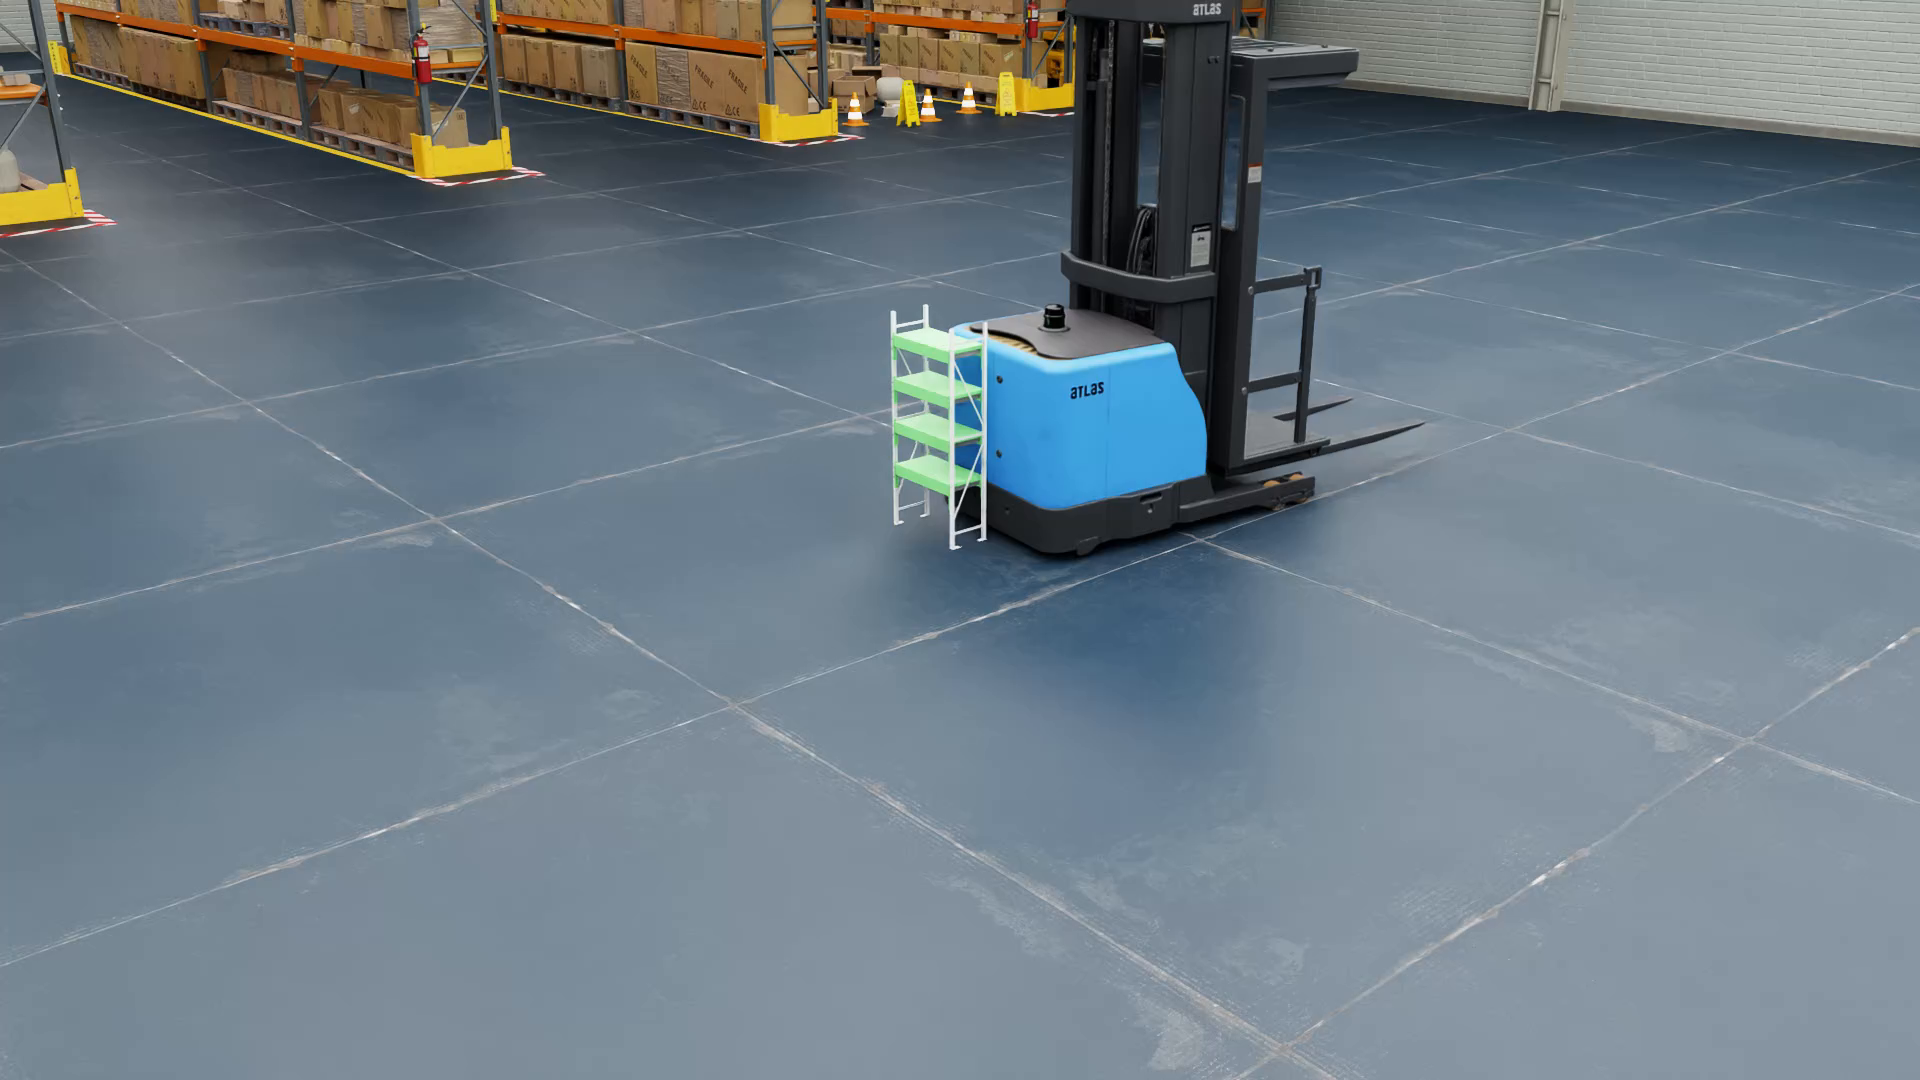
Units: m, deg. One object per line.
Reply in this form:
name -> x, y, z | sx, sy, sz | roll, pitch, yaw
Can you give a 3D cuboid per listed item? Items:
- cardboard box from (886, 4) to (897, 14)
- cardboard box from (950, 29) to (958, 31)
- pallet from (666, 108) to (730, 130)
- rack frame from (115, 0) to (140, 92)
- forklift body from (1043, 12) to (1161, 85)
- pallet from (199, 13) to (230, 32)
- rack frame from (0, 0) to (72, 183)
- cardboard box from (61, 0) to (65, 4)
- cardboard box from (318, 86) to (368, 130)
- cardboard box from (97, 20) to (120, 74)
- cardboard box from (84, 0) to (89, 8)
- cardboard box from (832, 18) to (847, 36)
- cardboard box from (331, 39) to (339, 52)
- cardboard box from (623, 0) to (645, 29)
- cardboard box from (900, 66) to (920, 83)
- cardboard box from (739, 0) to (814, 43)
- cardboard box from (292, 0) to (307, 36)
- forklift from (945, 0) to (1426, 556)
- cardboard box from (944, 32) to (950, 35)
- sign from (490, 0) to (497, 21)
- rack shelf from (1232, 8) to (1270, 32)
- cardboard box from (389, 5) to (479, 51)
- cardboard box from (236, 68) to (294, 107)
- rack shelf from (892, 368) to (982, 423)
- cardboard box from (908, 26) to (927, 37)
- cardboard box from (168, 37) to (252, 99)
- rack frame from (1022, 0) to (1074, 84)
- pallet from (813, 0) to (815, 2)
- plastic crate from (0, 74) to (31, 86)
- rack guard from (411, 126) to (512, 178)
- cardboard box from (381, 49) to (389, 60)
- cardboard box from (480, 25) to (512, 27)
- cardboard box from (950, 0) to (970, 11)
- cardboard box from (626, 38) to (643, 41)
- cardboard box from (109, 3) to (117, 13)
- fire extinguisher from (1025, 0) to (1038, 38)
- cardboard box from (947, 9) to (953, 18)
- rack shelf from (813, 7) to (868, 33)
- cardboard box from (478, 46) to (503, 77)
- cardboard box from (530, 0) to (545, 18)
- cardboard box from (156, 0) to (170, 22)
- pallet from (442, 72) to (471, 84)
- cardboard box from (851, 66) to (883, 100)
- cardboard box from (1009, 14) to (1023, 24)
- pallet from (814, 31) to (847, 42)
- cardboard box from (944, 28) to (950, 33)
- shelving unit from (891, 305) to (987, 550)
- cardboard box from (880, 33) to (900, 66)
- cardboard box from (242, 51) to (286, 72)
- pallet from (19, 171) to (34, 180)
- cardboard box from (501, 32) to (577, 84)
cardboard box -> -1.048, -9.080, 28.397 | 0.380, 0.149, 0.250 | -16, 27, -36
cardboard box -> 0.329, -10.620, 34.665 | 0.875, 0.625, 0.625 | -16, 27, -36
pallet -> -3.661, -6.347, 24.899 | 1.003, 0.211, 1.213 | -17, 27, -37
rack frame -> -13.944, -9.269, 28.535 | 1.000, 3.000, 0.127 | -17, 27, -37
forklift body -> 2.534, -9.189, 29.497 | 2.313, 2.155, 1.214 | -17, 27, -37
pallet -> -10.787, -7.903, 25.311 | 1.213, 0.211, 1.003 | -17, 27, -37
rack frame -> -9.863, -4.774, 17.060 | 1.000, 3.000, 0.127 | -17, 27, -37
cardboard box -> -16.405, -10.010, 30.772 | 0.380, 0.149, 0.250 | -18, 28, -38
cardboard box -> -8.491, -5.970, 22.965 | 0.500, 0.500, 0.500 | -18, 28, -39
cardboard box -> -14.902, -8.925, 29.995 | 0.875, 0.875, 0.875 | -17, 27, -37
cardboard box -> -15.396, -9.583, 29.684 | 0.380, 0.149, 0.250 | -17, 27, -37
cardboard box -> -2.533, -11.655, 37.479 | 0.500, 0.500, 0.500 | -16, 26, -35
cardboard box -> -7.975, -6.471, 21.737 | 0.380, 0.149, 0.250 | -17, 27, -37
cardboard box -> -4.649, -8.182, 25.555 | 0.875, 0.550, 0.550 | -17, 27, -37
cardboard box -> -0.677, -7.961, 28.390 | 0.500, 0.250, 0.500 | -16, 26, -34
cardboard box -> -2.564, -7.268, 23.221 | 0.875, 0.550, 0.550 | -17, 27, -37
cardboard box -> -8.475, -7.104, 22.465 | 0.875, 0.500, 0.500 | -17, 27, -37
forklift -> 1.425, -1.679, 9.251 | 3.031, 2.935, 1.130 | -14, 25, -31
cardboard box -> -0.292, -8.442, 28.592 | 0.500, 0.500, 0.500 | -17, 27, -36
sign -> -5.700, -6.486, 20.243 | 0.100, 0.325, 0.005 | -17, 27, -37
rack shelf -> 3.849, -9.713, 30.655 | 1.077, 0.370, 4.000 | -17, 27, -37
cardboard box -> -6.449, -6.297, 20.403 | 0.875, 0.500, 0.500 | -17, 27, -37
cardboard box -> -10.509, -6.874, 25.245 | 0.500, 0.500, 0.700 | 20, 29, 41
rack shelf -> -0.112, -0.768, 8.816 | 0.258, 0.148, 0.480 | -17, 27, -36
cardboard box -> -0.661, -8.566, 28.019 | 0.380, 0.149, 0.250 | -16, 27, -35
cardboard box -> -11.768, -7.565, 26.524 | 1.225, 0.875, 0.875 | -19, 28, -40
rack frame -> 1.396, -8.312, 26.094 | 1.000, 3.000, 0.127 | -17, 27, -37
pallet -> -3.280, -10.262, 31.334 | 1.213, 0.211, 1.003 | -17, 27, -37
plastic crate -> -10.204, -4.975, 17.935 | 0.298, 0.136, 0.250 | -17, 27, -37
rack guard -> -6.161, -4.810, 20.580 | 1.175, 0.500, 0.348 | -17, 27, -37
cardboard box -> -6.970, -6.065, 20.699 | 0.380, 0.149, 0.250 | -17, 27, -37
cardboard box -> -8.421, -9.225, 30.248 | 0.500, 0.250, 0.500 | -17, 27, -37
cardboard box -> 0.186, -8.860, 26.948 | 0.500, 0.500, 0.500 | -18, 27, -38
cardboard box -> -6.765, -10.829, 35.457 | 0.875, 0.438, 0.875 | -18, 28, -38
cardboard box -> -14.391, -9.158, 28.597 | 0.380, 0.149, 0.250 | -17, 27, -37
fire extinguisher -> 1.122, -8.135, 25.747 | 0.296, 0.674, 0.183 | -17, 27, -37
cardboard box -> 0.007, -8.675, 27.364 | 0.380, 0.149, 0.250 | -17, 27, -37
rack shelf -> -2.520, -9.635, 30.457 | 1.077, 0.370, 4.000 | -17, 27, -37
cardboard box -> -8.137, -8.468, 29.342 | 0.500, 0.500, 0.500 | -18, 27, -38
cardboard box -> -6.758, -8.895, 27.445 | 0.500, 0.500, 0.500 | -17, 27, -37
cardboard box -> -12.505, -8.569, 26.613 | 0.500, 0.500, 0.500 | -19, 28, -39
pallet -> -8.811, -8.571, 30.578 | 1.003, 0.211, 1.213 | -17, 27, -37
cardboard box -> -1.546, -7.635, 27.788 | 0.500, 0.500, 0.500 | 0, 21, -1
cardboard box -> 0.990, -8.248, 26.273 | 0.380, 0.149, 0.250 | -16, 27, -36
pallet -> -3.126, -11.702, 38.572 | 1.003, 0.211, 1.213 | -17, 27, -37
cardboard box -> -0.507, -10.803, 35.303 | 0.500, 0.500, 0.500 | -16, 27, -36
shelving unit -> -0.112, -0.604, 8.881 | 0.258, 1.200, 0.503 | -17, 27, -36
cardboard box -> -1.034, -8.455, 28.623 | 0.500, 0.500, 0.500 | -16, 26, -35
cardboard box -> -10.519, -7.232, 25.130 | 0.500, 0.250, 0.500 | -14, 25, -32
pallet -> -11.267, -4.048, 19.030 | 1.003, 0.211, 1.213 | -17, 27, -37
cardboard box -> -7.180, -8.275, 28.507 | 1.050, 0.750, 0.750 | -18, 28, -38
